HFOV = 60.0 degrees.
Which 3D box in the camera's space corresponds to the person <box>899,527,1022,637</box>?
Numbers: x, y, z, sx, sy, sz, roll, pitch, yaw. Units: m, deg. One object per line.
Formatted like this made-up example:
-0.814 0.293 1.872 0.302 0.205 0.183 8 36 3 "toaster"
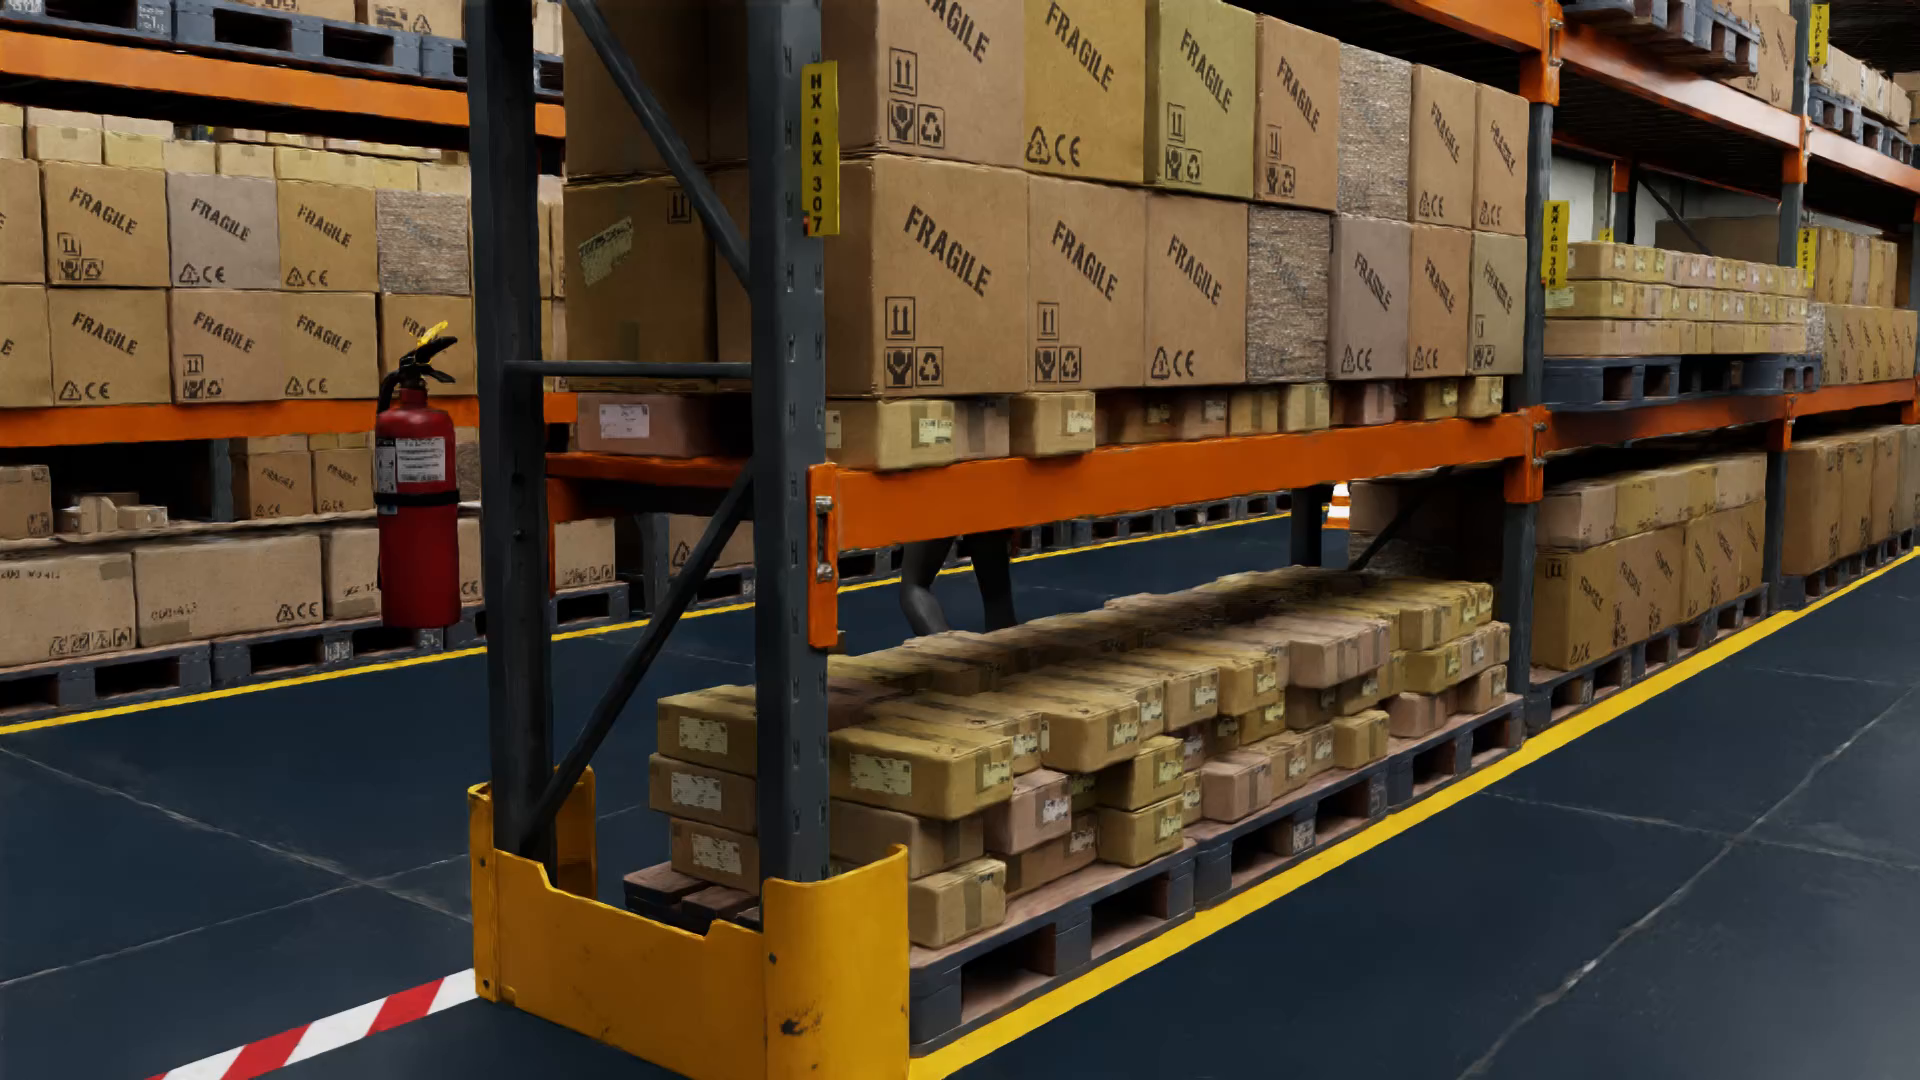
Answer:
0.060 -0.102 6.971 0.609 1.652 0.567 -1 7 -10 "person"
